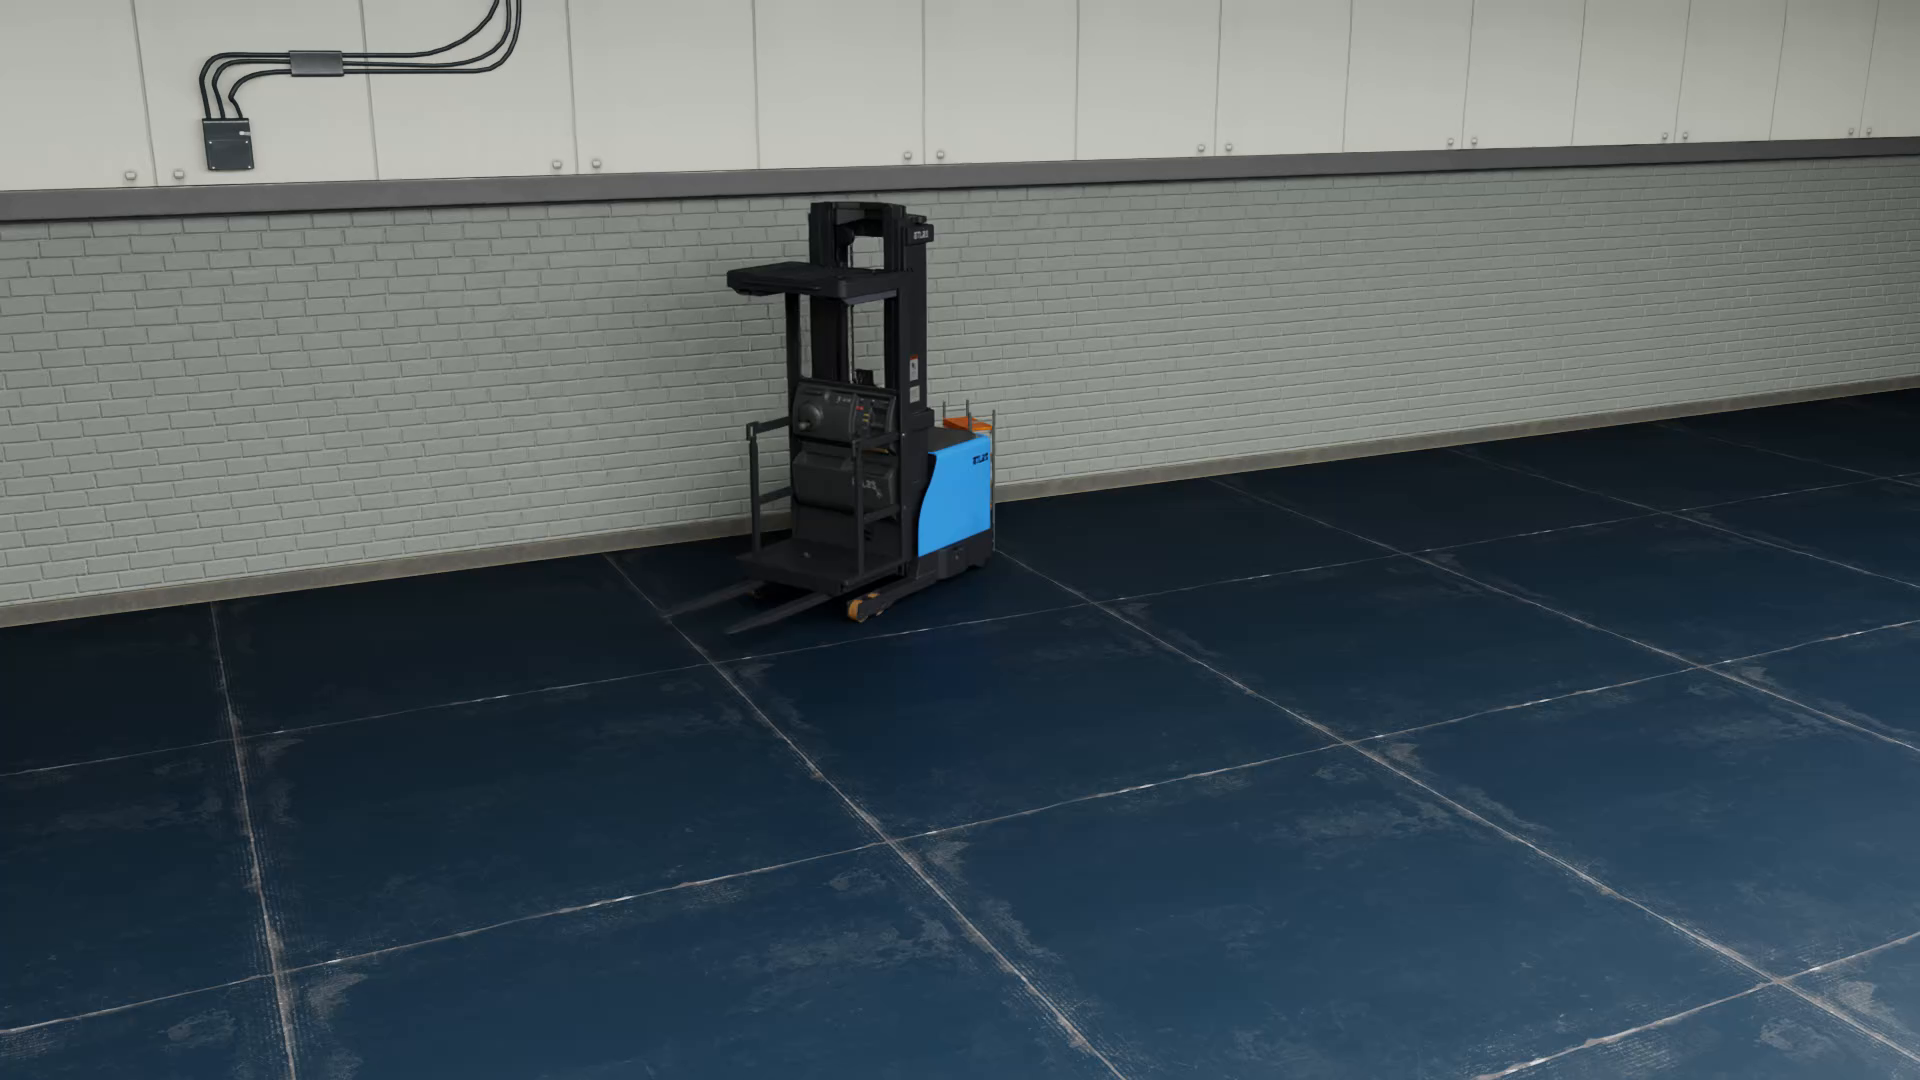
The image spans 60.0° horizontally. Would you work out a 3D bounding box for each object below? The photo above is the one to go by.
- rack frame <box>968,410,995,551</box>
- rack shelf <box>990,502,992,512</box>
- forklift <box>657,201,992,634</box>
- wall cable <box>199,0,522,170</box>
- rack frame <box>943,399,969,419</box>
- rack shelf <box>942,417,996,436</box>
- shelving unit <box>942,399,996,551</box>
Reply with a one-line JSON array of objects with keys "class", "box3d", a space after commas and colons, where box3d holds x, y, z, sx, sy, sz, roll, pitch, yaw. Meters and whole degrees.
[{"class": "rack frame", "box3d": [0.179, -0.475, 13.731, 0.240, 1.200, 0.015, -8, 18, -25]}, {"class": "rack shelf", "box3d": [0.073, -0.280, 14.015, 0.258, 0.148, 0.480, -8, 18, -25]}, {"class": "forklift", "box3d": [-0.987, -0.958, 12.276, 1.130, 2.935, 3.031, 11, 19, 33]}, {"class": "wall cable", "box3d": [-4.322, -5.664, 11.510, 2.305, 6.003, 0.169, -8, 18, -25]}, {"class": "rack frame", "box3d": [-0.034, -0.596, 14.153, 0.240, 1.200, 0.015, -8, 18, -25]}, {"class": "rack shelf", "box3d": [0.072, -0.913, 13.834, 0.258, 0.148, 0.480, -8, 18, -25]}, {"class": "shelving unit", "box3d": [0.073, -0.536, 13.942, 0.258, 1.200, 0.503, -8, 18, -25]}]
